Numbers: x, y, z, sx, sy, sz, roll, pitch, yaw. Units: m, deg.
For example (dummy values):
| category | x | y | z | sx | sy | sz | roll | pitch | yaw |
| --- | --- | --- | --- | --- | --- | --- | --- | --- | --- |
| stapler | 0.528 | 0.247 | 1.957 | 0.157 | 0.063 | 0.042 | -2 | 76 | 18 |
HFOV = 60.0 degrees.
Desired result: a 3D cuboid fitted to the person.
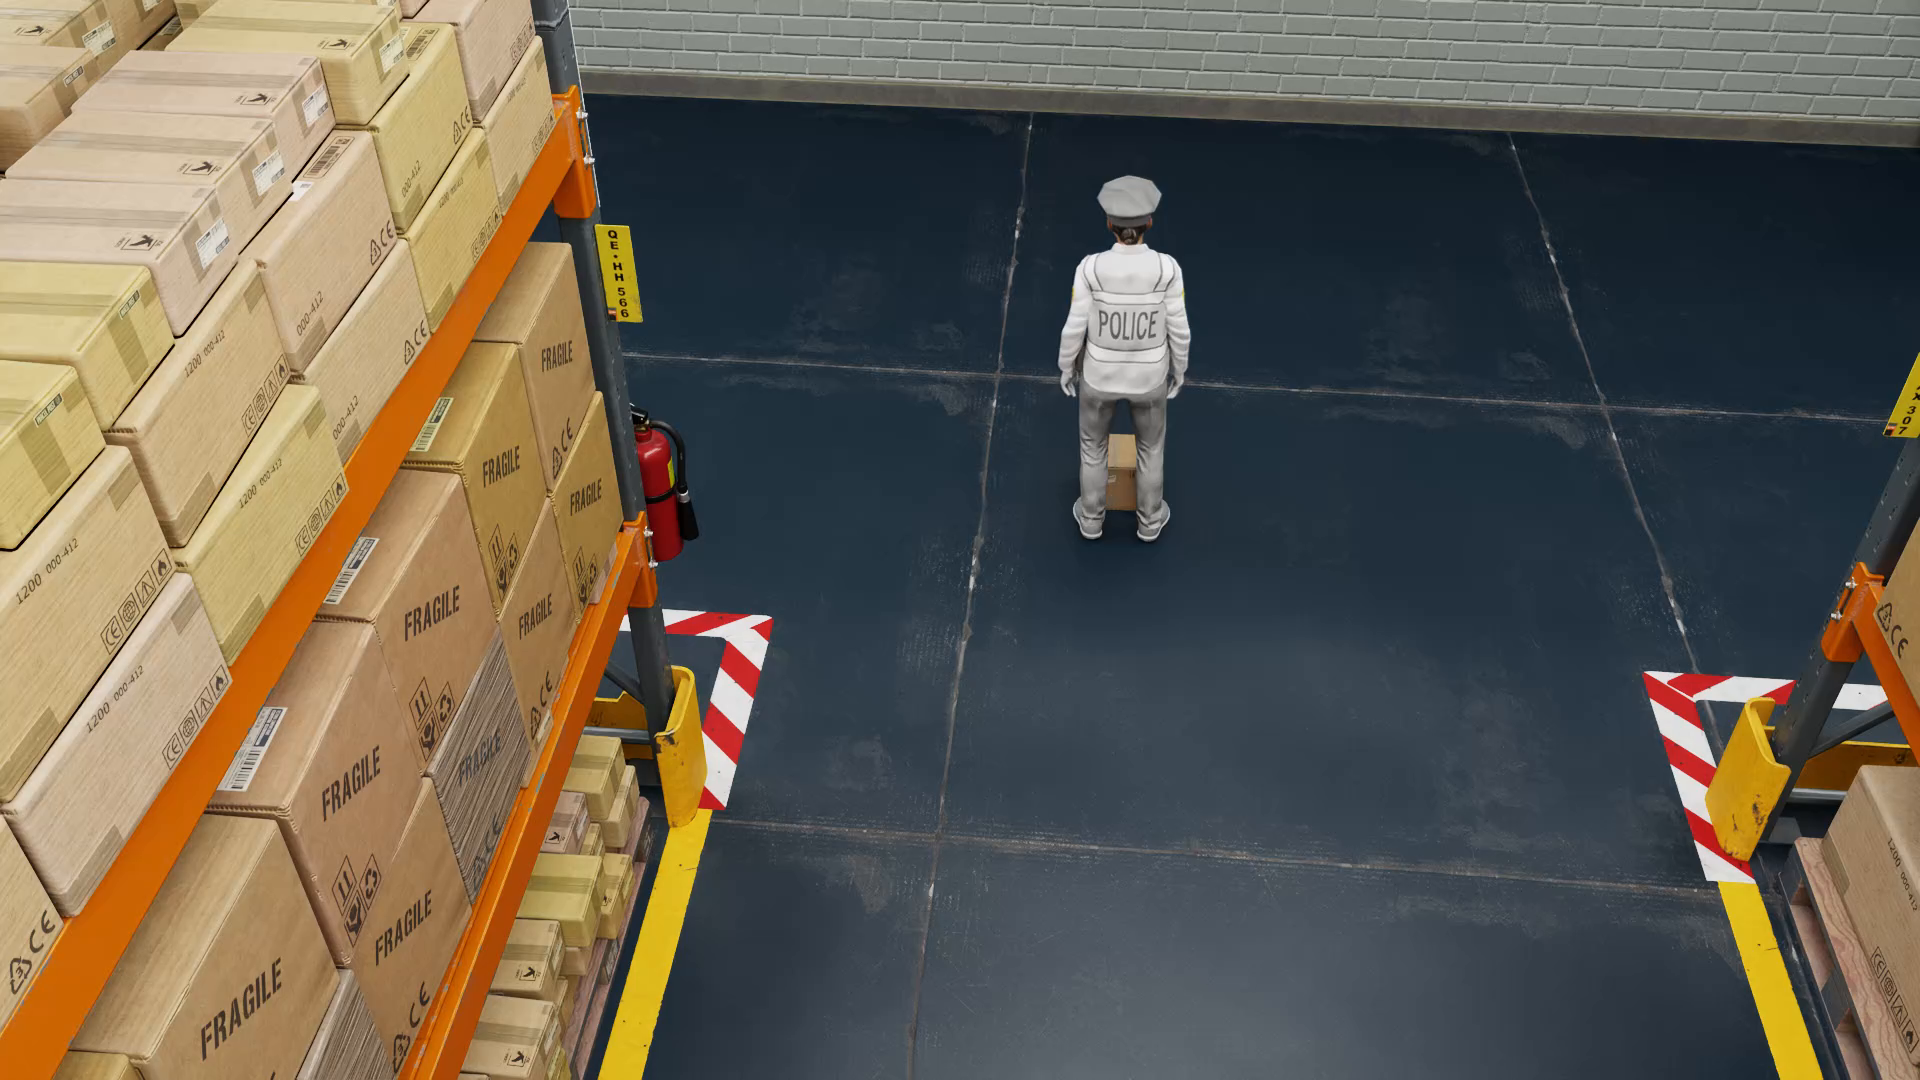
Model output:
| category | x | y | z | sx | sy | sz | roll | pitch | yaw |
| --- | --- | --- | --- | --- | --- | --- | --- | --- | --- |
| person | 0.682 | -0.698 | 6.977 | 0.539 | 1.663 | 0.376 | 2 | 40 | 3 |
